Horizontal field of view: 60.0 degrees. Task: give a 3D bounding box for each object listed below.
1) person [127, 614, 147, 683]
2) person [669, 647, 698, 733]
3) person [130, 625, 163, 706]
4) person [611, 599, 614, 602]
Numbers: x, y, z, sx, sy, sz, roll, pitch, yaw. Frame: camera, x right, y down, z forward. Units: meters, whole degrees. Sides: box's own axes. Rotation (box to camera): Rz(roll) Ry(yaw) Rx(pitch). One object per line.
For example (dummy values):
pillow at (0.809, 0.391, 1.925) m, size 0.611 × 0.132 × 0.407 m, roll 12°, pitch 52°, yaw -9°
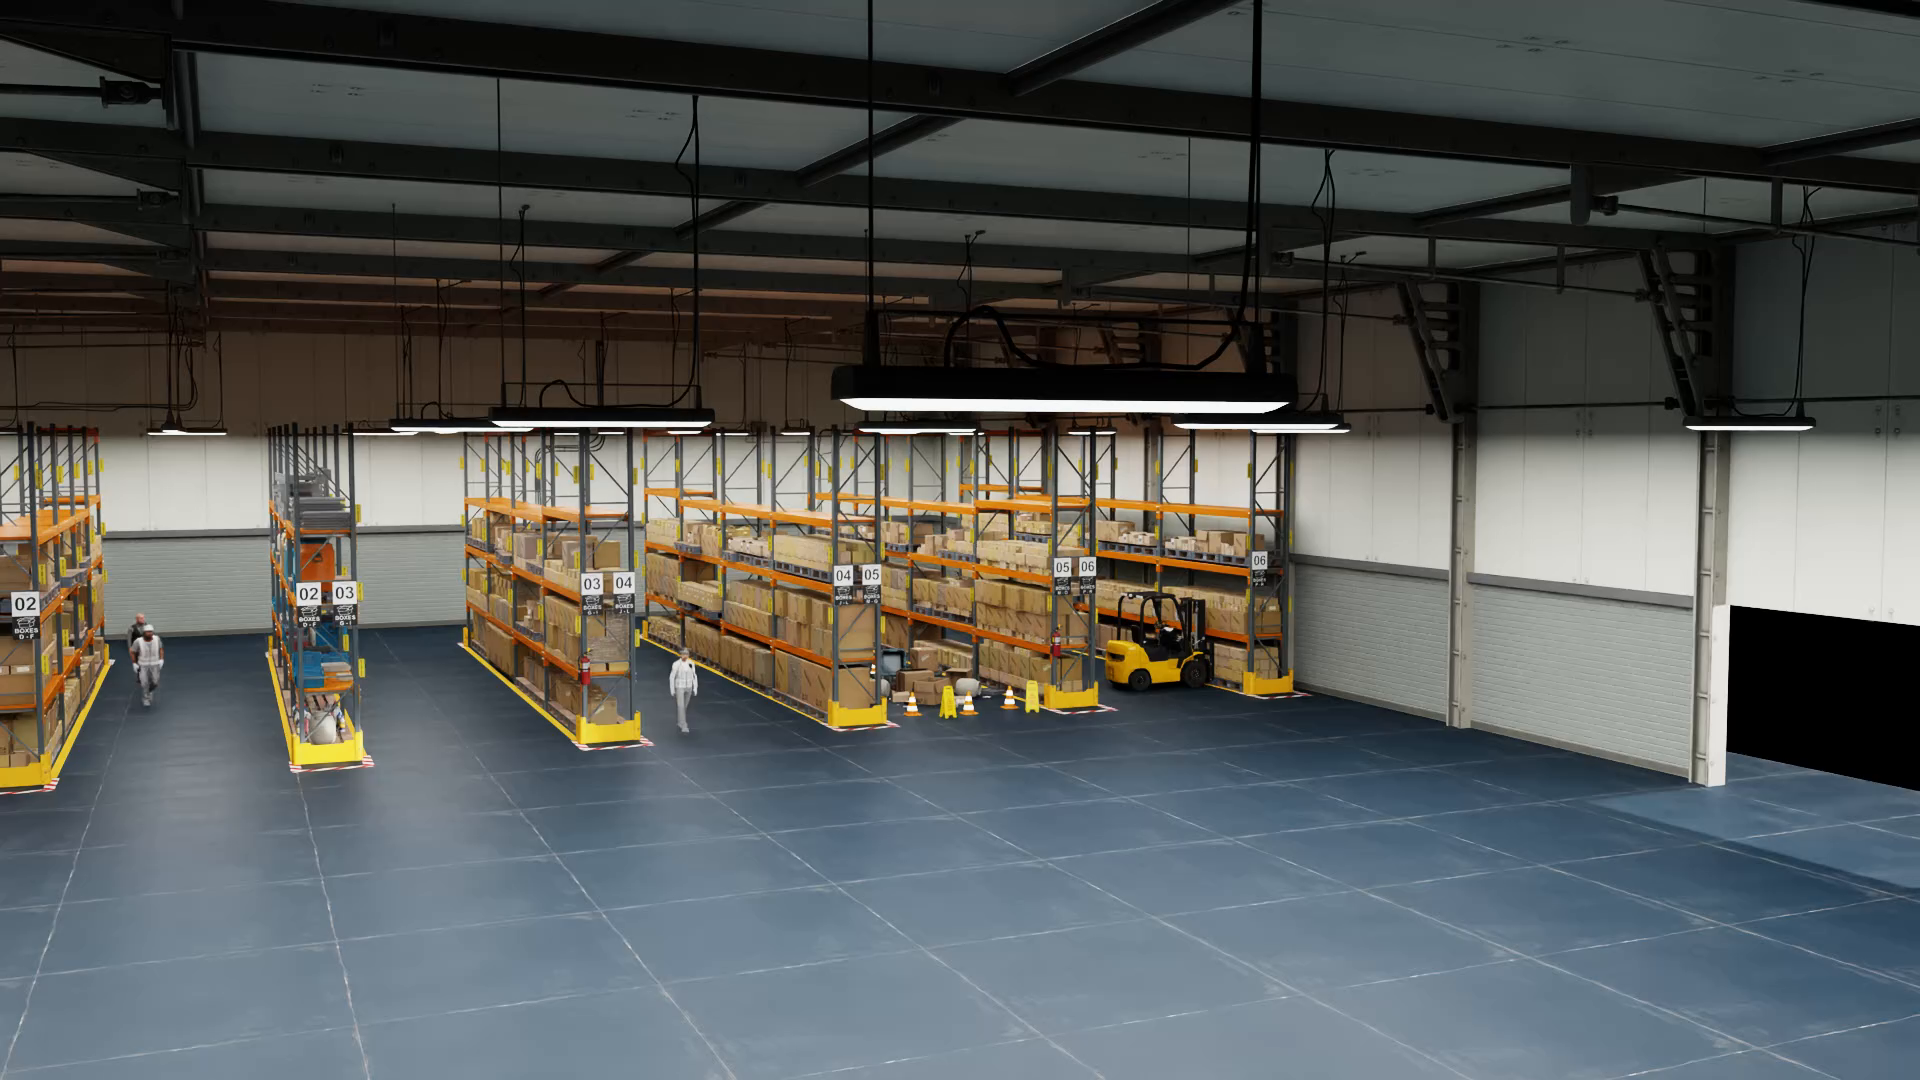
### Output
person at (-18.884, 2.532, 38.277) m, size 0.515 × 1.661 × 1.069 m, roll -1°, pitch 4°, yaw -21°
person at (-5.365, 2.899, 32.497) m, size 0.497 × 1.628 × 0.941 m, roll -2°, pitch 4°, yaw -35°
person at (-17.489, 2.674, 35.765) m, size 0.651 × 1.745 × 0.662 m, roll -2°, pitch 4°, yaw -33°
person at (-10.397, 1.770, 50.128) m, size 0.658 × 1.754 × 0.578 m, roll 1°, pitch 4°, yaw 19°
